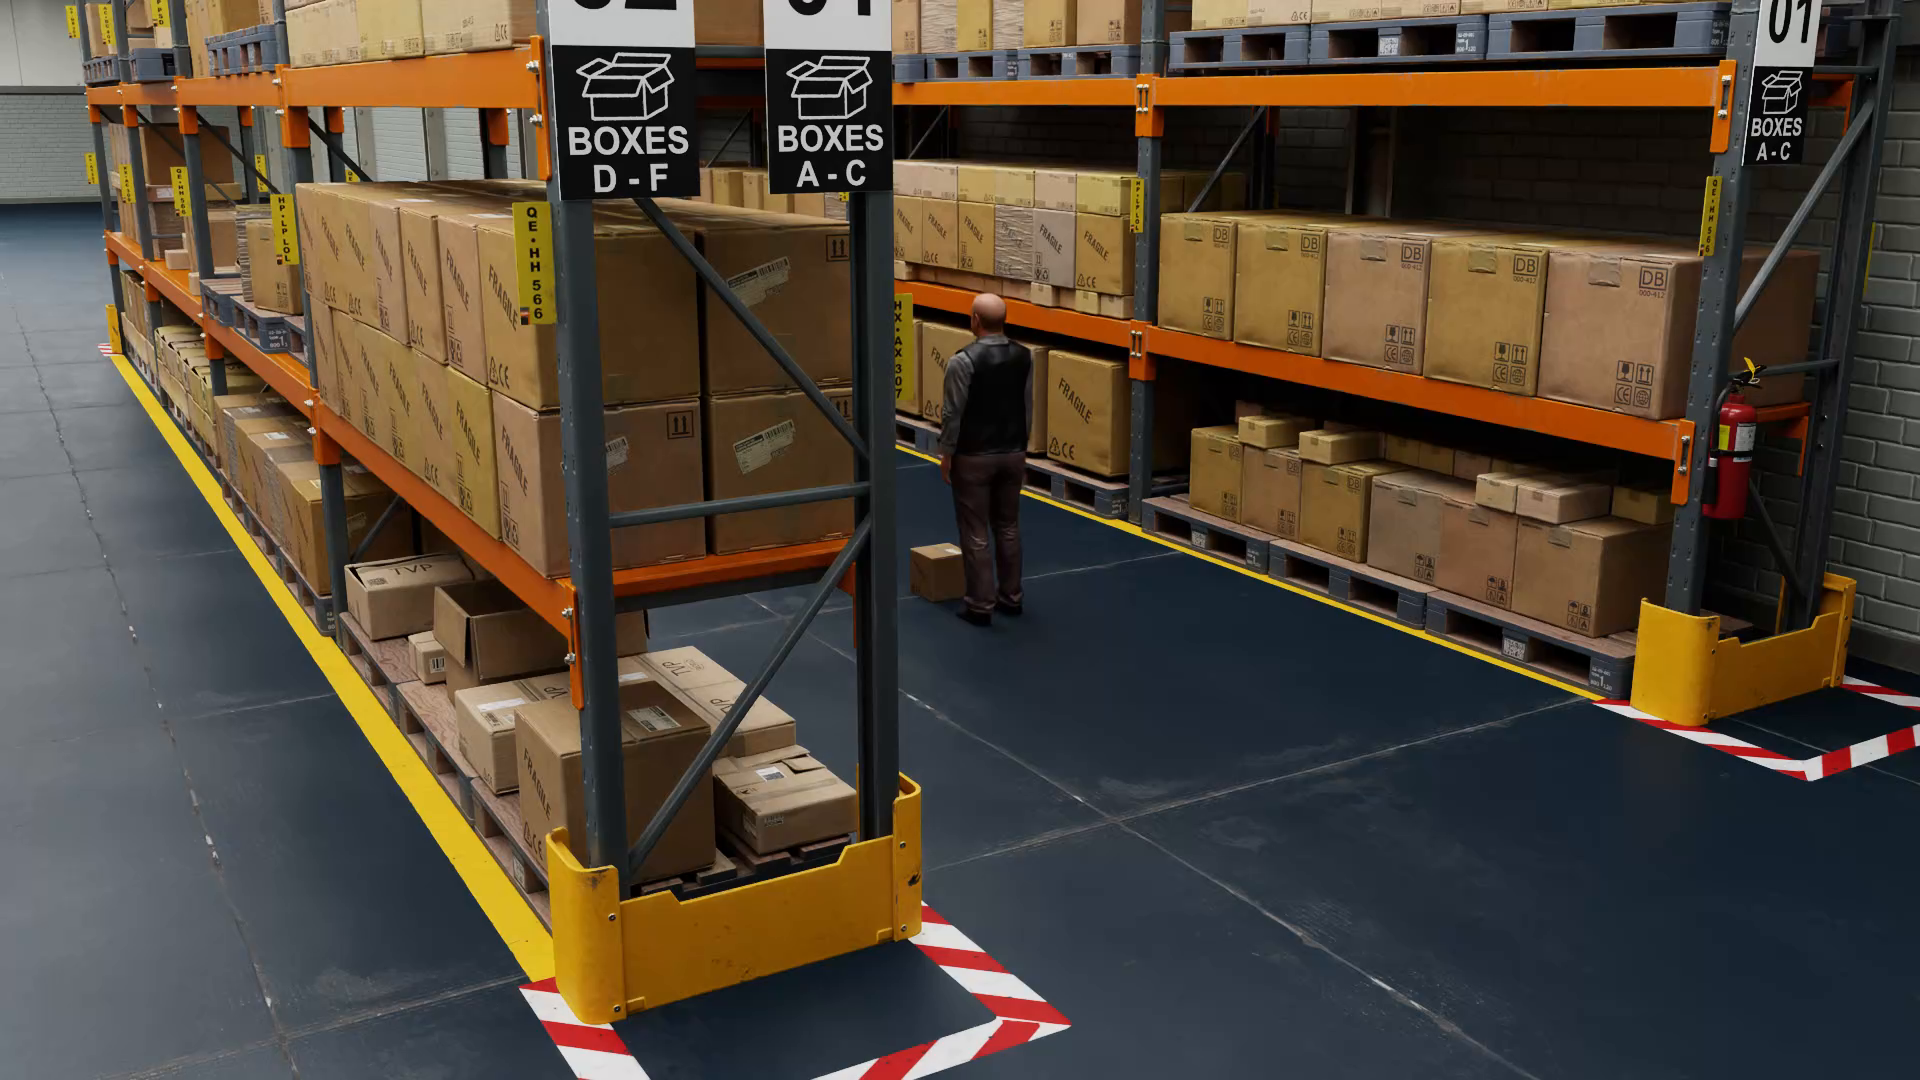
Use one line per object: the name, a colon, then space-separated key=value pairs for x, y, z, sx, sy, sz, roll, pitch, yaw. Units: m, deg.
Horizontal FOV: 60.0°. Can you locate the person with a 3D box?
person: x=0.131 y=-0.422 z=8.695 sx=0.536 sy=1.736 sz=0.387 roll=-8 pitch=17 yaw=-29
